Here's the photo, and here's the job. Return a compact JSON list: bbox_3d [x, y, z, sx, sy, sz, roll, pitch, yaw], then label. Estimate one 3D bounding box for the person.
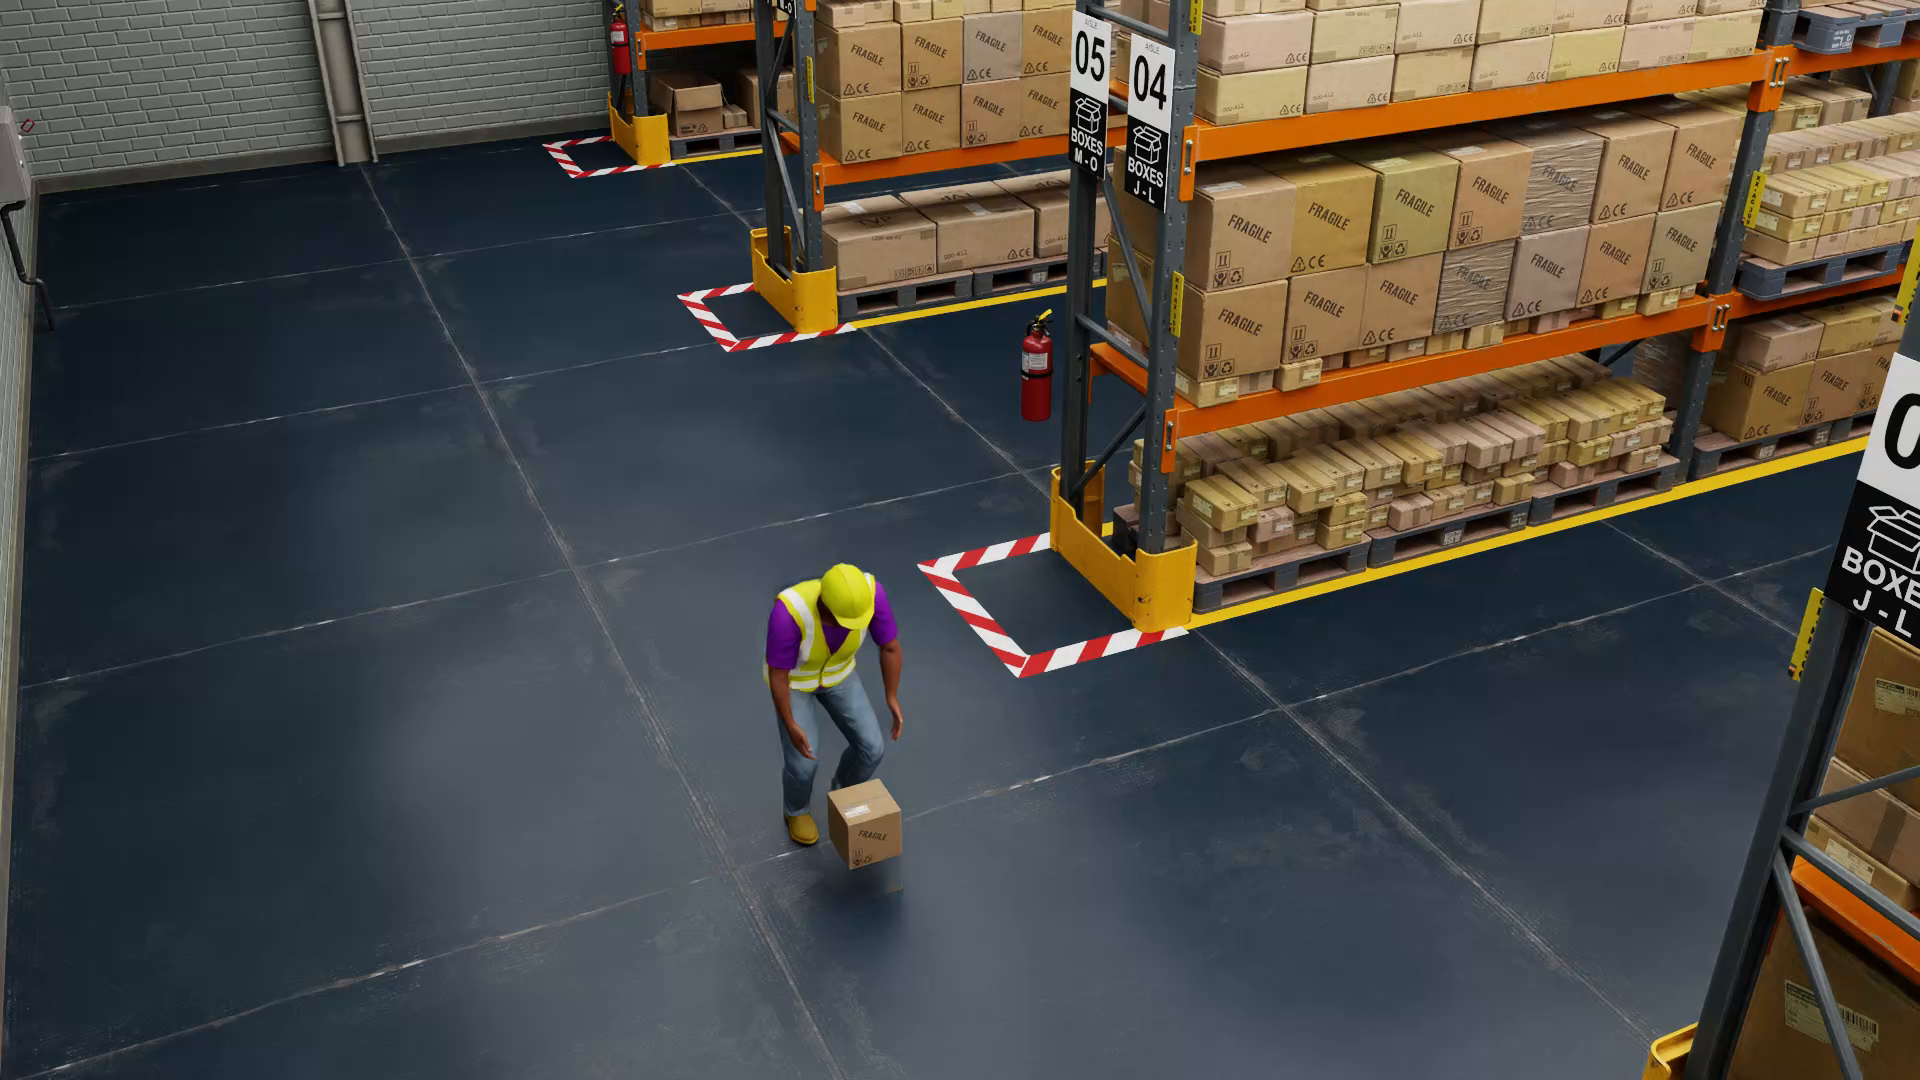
[{"bbox_3d":[-0.574,0.677,7.475,0.627,1.517,0.683,-13,32,-22],"label":"person"}]
